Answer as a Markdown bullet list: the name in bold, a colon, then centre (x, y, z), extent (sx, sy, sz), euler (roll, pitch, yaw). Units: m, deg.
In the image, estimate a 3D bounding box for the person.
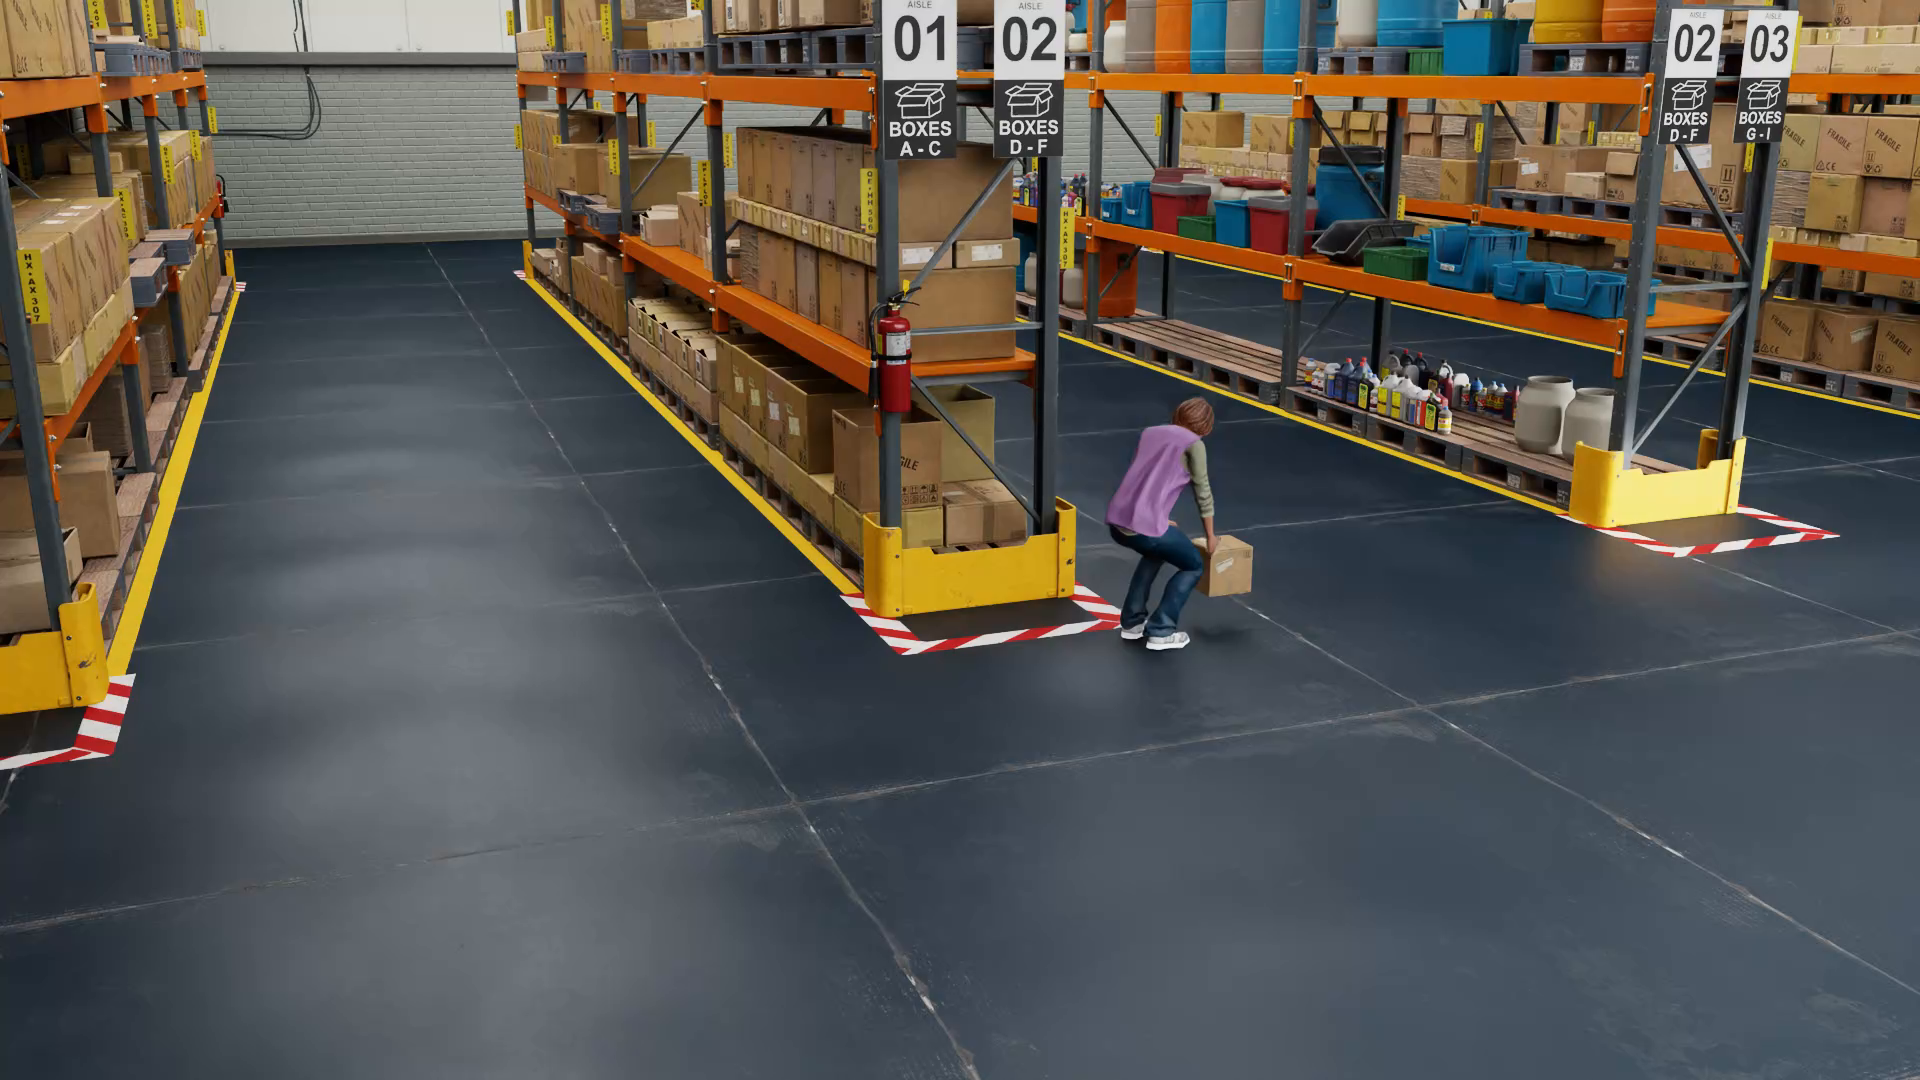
- **person**: centre (1.021, -0.086, 8.504), extent (0.685, 1.245, 0.463), euler (-12, 20, -36)
